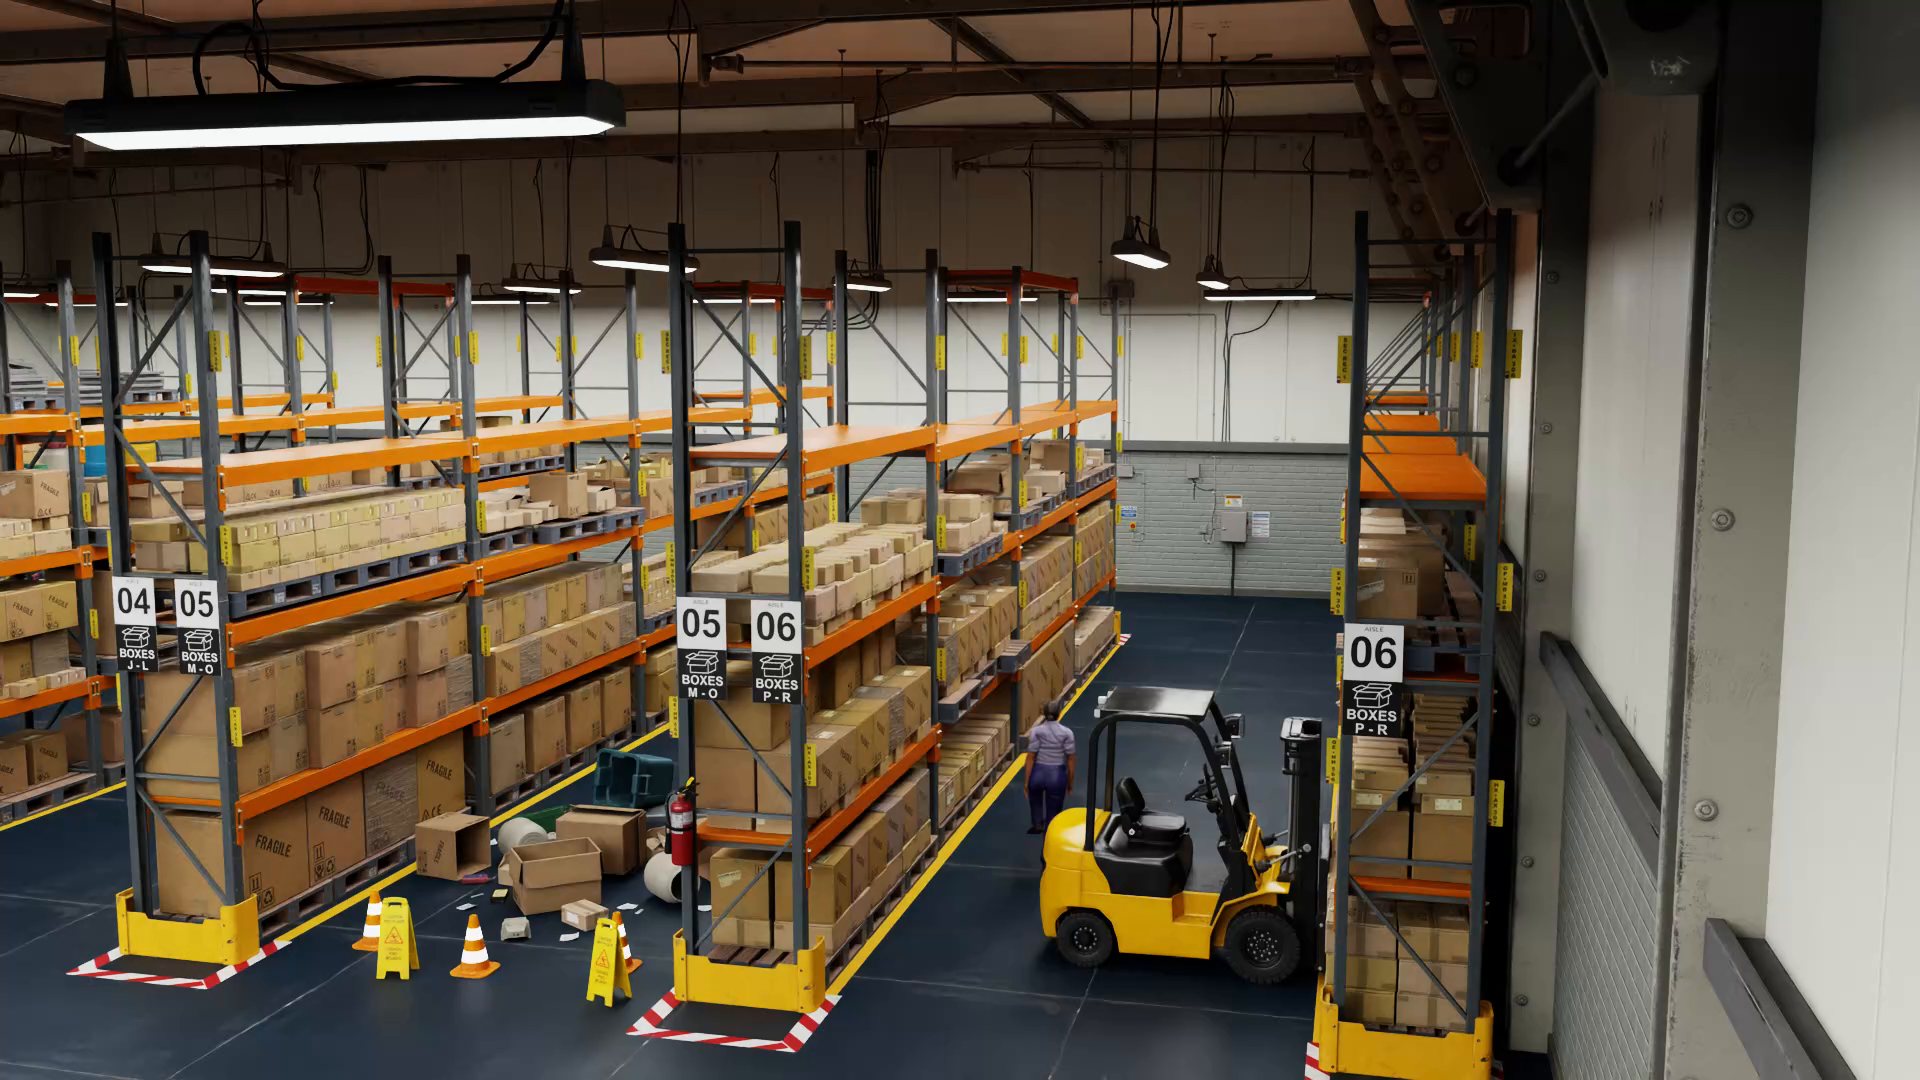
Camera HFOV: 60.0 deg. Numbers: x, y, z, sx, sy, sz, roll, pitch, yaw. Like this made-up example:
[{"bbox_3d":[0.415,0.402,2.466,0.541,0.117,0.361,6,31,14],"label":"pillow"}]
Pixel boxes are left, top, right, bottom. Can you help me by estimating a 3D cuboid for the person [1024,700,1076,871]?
[{"bbox_3d":[0.881,2.366,16.288,0.506,1.618,0.724,1,7,11],"label":"person"}]
